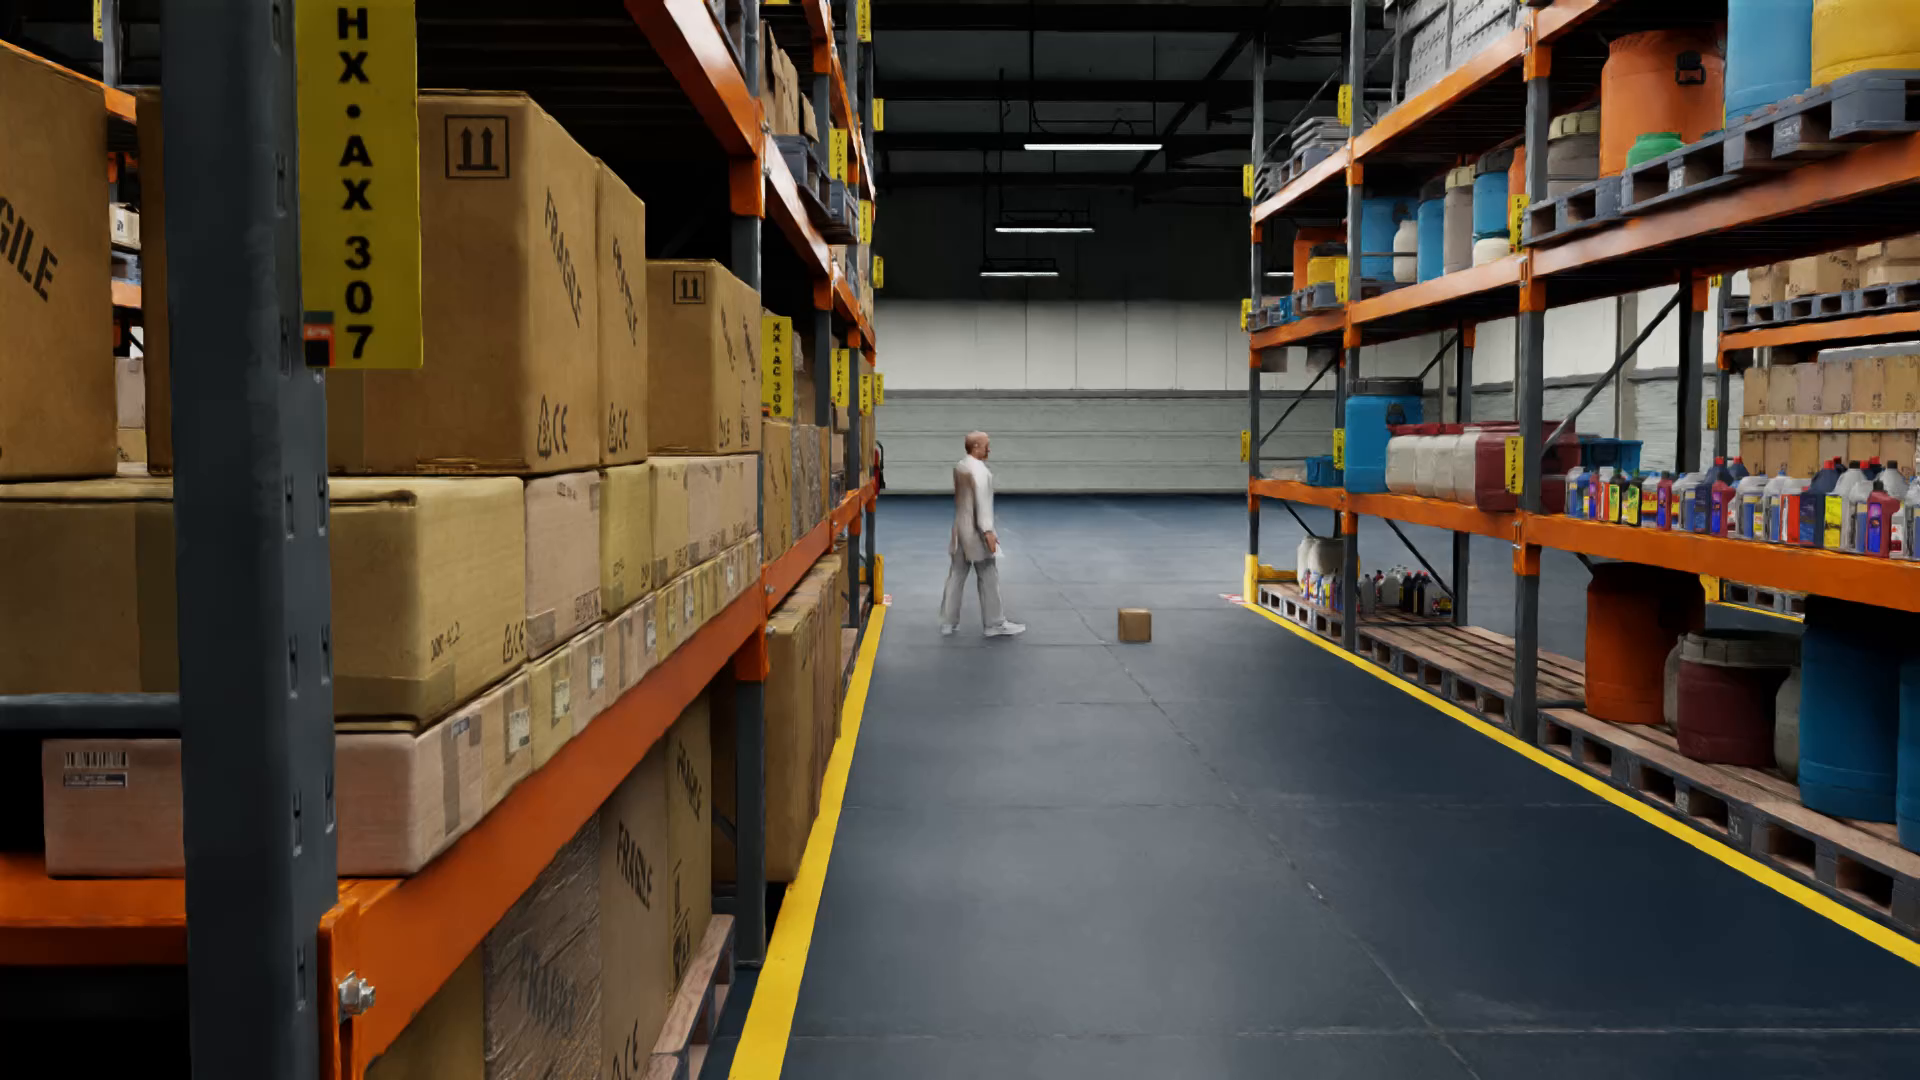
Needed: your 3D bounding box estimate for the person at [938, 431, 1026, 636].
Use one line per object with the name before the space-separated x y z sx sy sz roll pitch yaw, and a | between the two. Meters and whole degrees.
person | 0.173 -0.059 14.458 0.688 1.773 0.716 -2 4 -25
